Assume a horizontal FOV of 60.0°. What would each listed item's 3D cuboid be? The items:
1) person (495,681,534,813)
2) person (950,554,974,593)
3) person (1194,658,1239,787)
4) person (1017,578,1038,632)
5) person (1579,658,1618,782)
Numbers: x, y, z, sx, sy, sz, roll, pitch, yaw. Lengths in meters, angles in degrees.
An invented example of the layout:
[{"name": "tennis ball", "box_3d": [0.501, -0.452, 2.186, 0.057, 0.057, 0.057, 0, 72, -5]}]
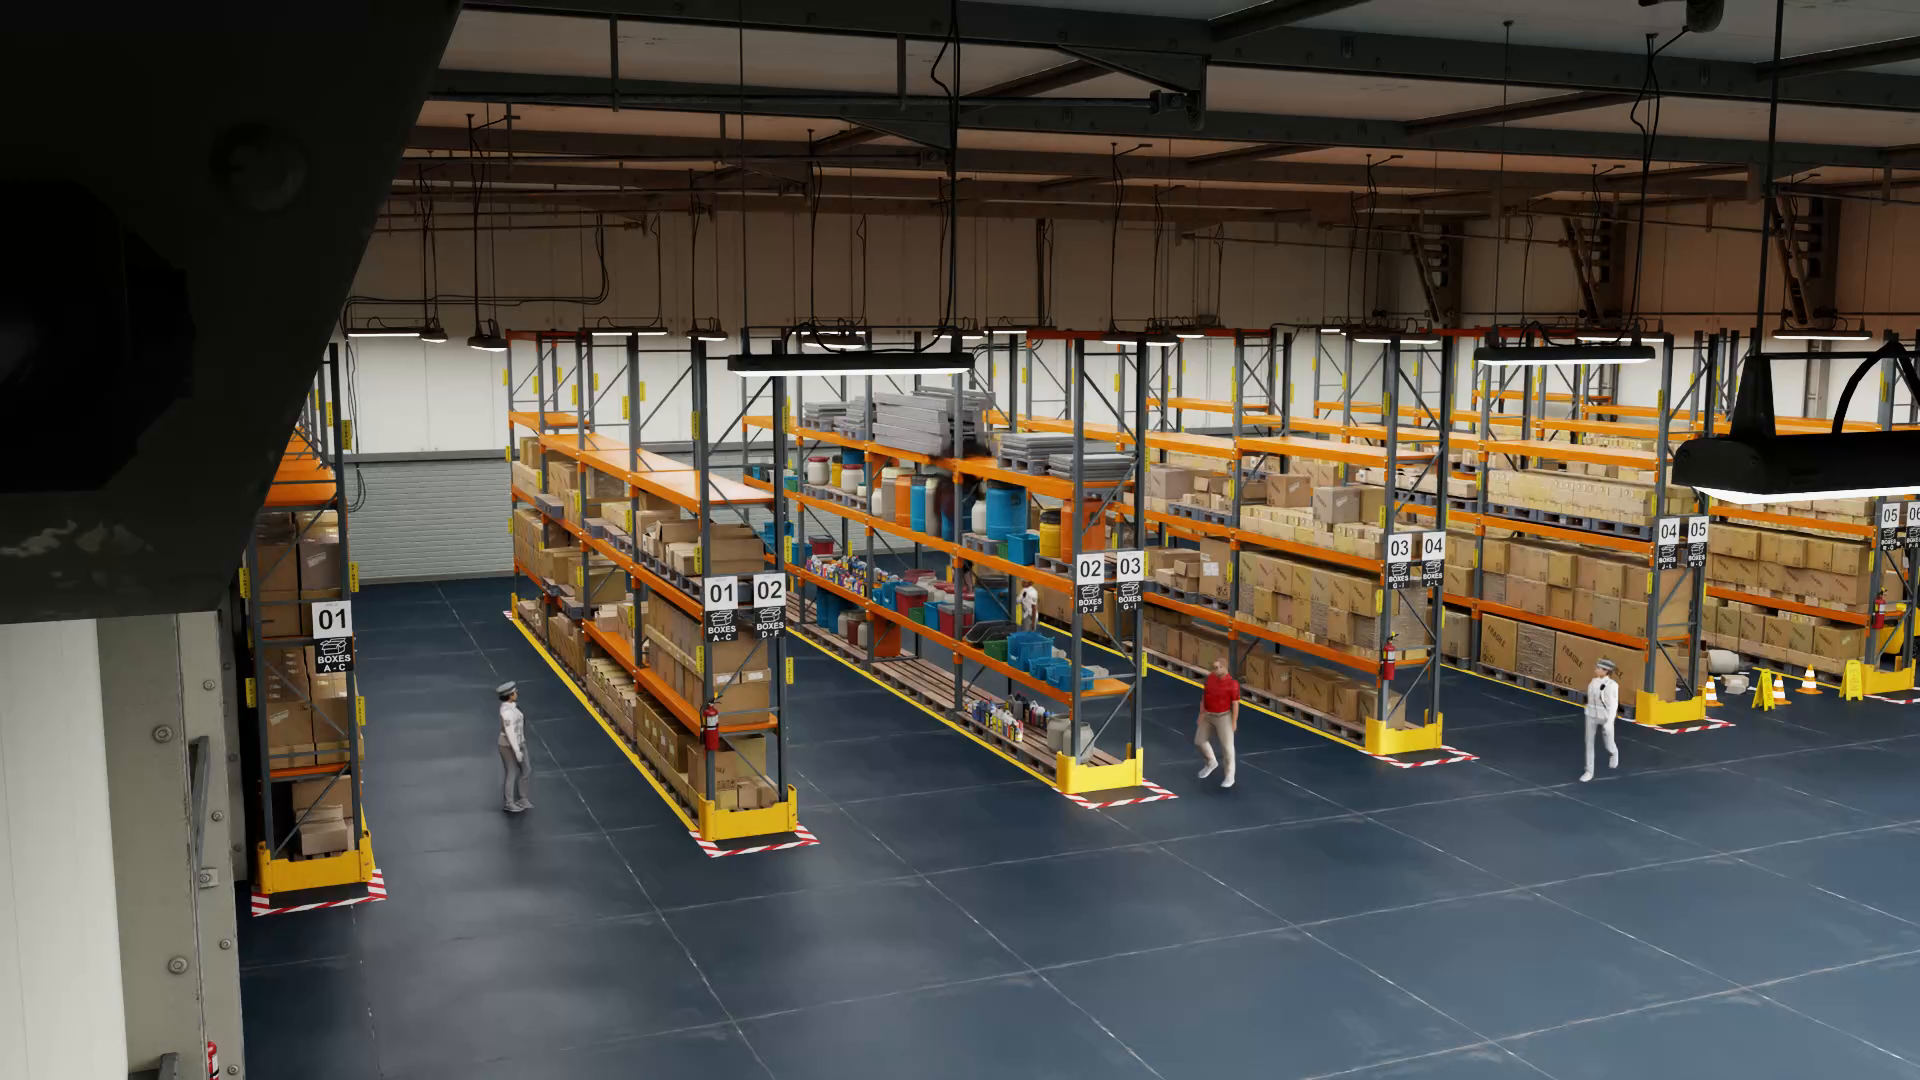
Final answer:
[{"name": "person", "box_3d": [-5.693, 2.659, 21.214, 0.413, 1.745, 0.502, 2, 8, 12]}, {"name": "person", "box_3d": [0.067, 0.668, 35.537, 0.595, 1.685, 0.977, -3, 8, -18]}, {"name": "person", "box_3d": [3.491, 2.424, 22.461, 0.625, 1.733, 0.491, 5, 9, 32]}, {"name": "person", "box_3d": [1.197, 1.426, 29.597, 0.343, 1.687, 0.536, -3, 8, -20]}, {"name": "person", "box_3d": [8.766, 2.424, 22.699, 0.444, 1.676, 0.737, 5, 9, 32]}]
